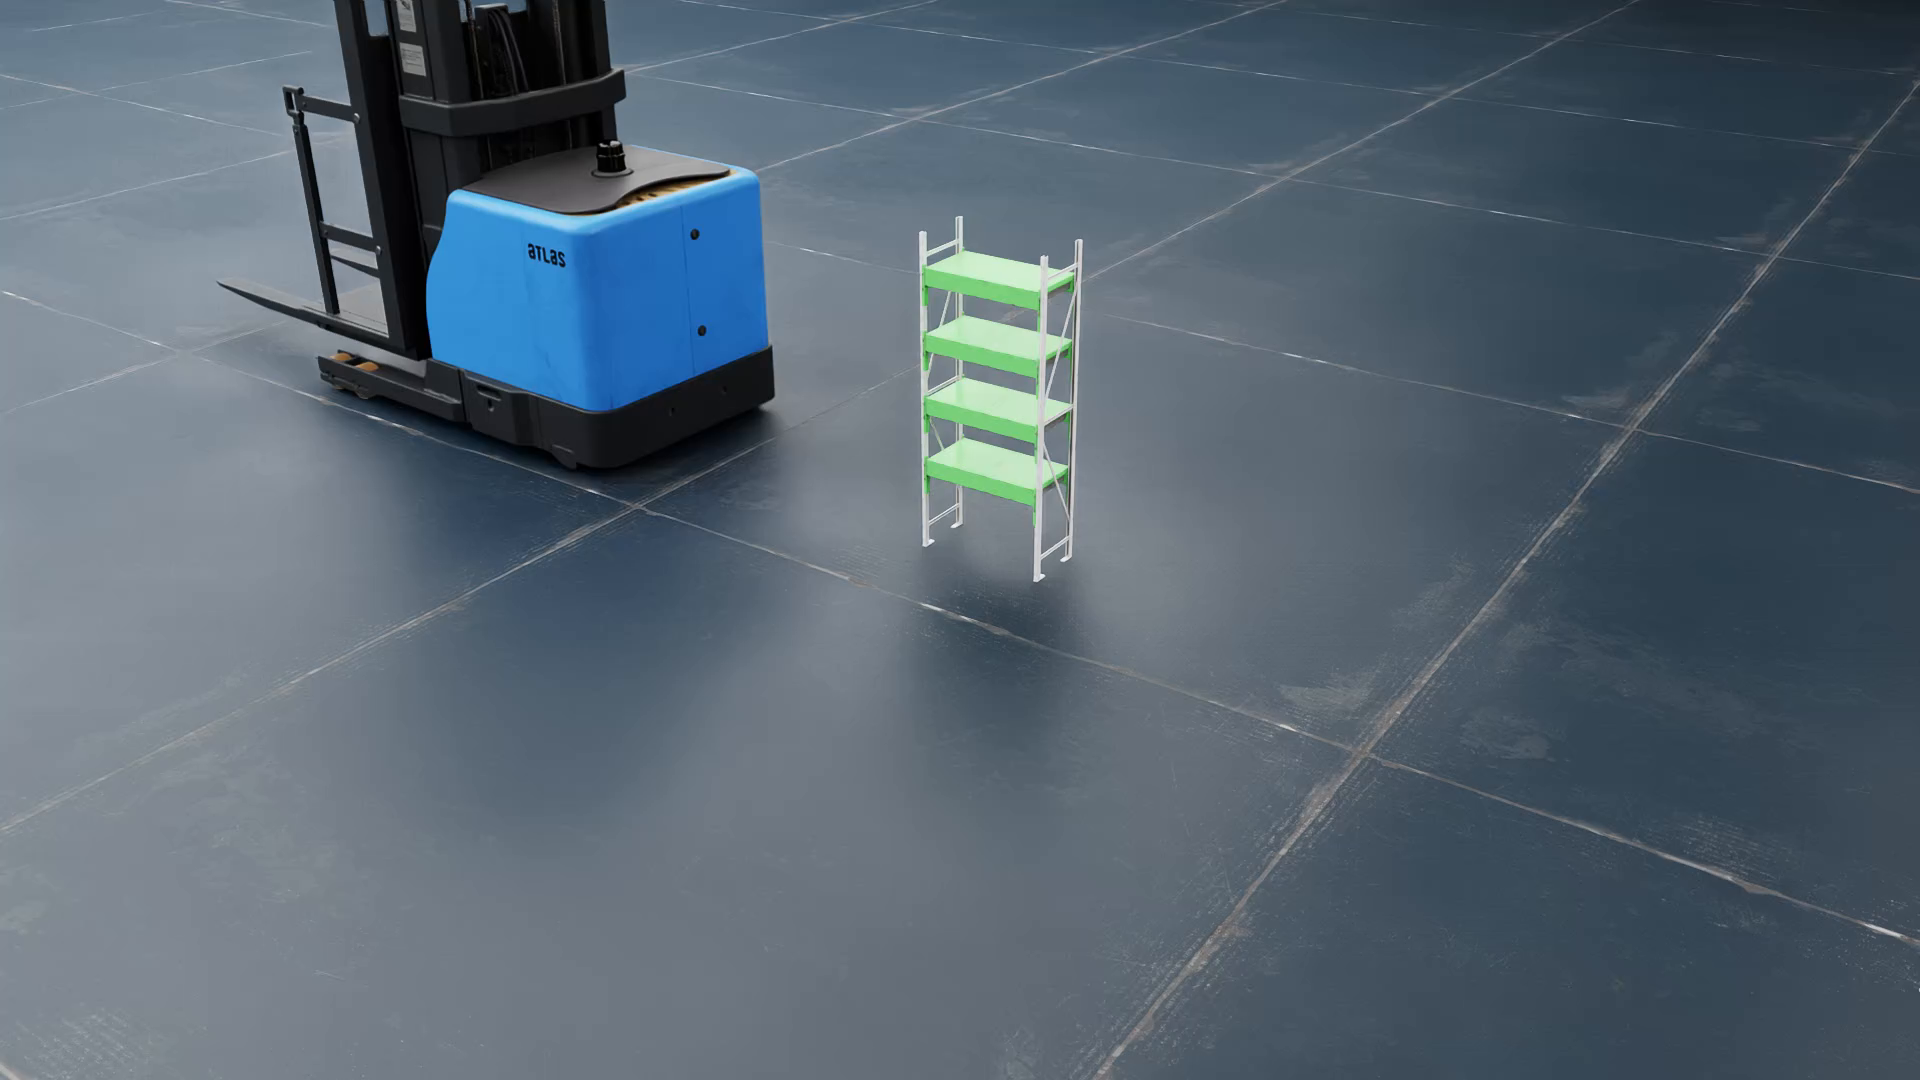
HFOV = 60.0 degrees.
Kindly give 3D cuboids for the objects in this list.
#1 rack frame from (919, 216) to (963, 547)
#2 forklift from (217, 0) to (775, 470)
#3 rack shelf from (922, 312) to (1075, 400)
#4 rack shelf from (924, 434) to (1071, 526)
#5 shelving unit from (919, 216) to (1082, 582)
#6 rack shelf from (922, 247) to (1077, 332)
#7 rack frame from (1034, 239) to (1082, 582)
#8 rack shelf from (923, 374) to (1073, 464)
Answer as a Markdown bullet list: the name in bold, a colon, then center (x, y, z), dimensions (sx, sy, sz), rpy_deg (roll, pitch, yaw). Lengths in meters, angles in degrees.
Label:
- **rack frame**: center (-0.065, -0.555, 6.017), dimensions (0.015, 1.200, 0.240), rpy_deg (17, 32, 30)
- **forklift**: center (-2.301, -2.111, 7.166), dimensions (3.031, 2.935, 1.130), rpy_deg (19, 32, 32)
- **rack shelf**: center (0.136, -0.649, 5.814), dimensions (0.480, 0.148, 0.258), rpy_deg (17, 32, 30)
- **rack shelf**: center (0.136, -0.221, 6.032), dimensions (0.480, 0.148, 0.258), rpy_deg (17, 32, 30)
- **shelving unit**: center (0.136, -0.492, 5.894), dimensions (0.503, 1.200, 0.258), rpy_deg (17, 32, 30)
- **rack shelf**: center (0.136, -0.863, 5.706), dimensions (0.480, 0.148, 0.258), rpy_deg (17, 32, 30)
- **rack frame**: center (0.338, -0.430, 5.771), dimensions (0.015, 1.200, 0.240), rpy_deg (17, 32, 30)
- **rack shelf**: center (0.136, -0.435, 5.923), dimensions (0.480, 0.148, 0.258), rpy_deg (17, 32, 30)
